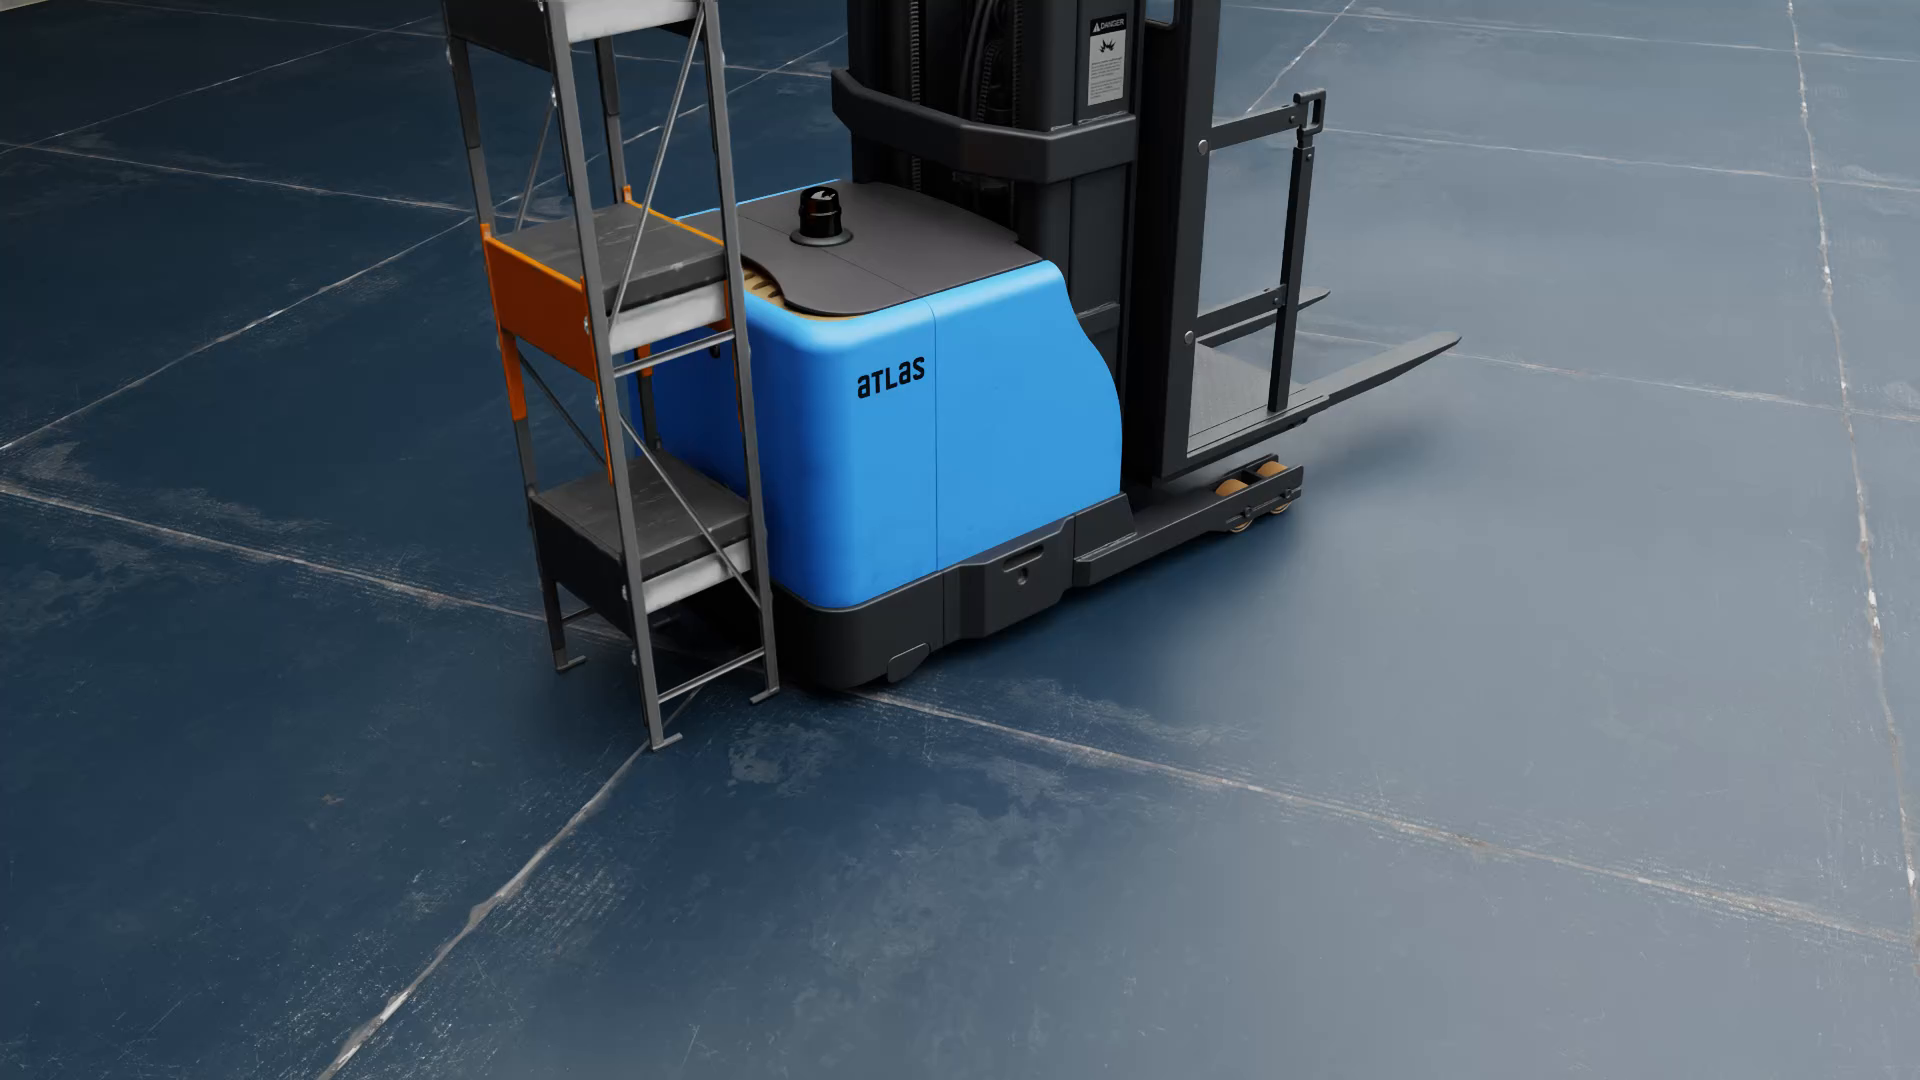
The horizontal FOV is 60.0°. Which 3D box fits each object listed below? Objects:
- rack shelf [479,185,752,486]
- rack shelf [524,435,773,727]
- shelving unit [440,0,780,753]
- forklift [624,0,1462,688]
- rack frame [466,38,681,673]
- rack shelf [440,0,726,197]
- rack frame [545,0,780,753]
[{"bbox_3d":[-0.823,-0.508,4.031,0.431,0.518,0.480,-25,38,-34],"label":"rack shelf"},{"bbox_3d":[-0.810,0.096,4.385,0.431,0.518,0.480,-25,38,-34],"label":"rack shelf"},{"bbox_3d":[-0.824,-0.520,4.024,0.431,2.100,0.503,-25,38,-34],"label":"shelving unit"},{"bbox_3d":[0.481,-1.477,4.884,3.031,2.935,1.130,-23,37,-34],"label":"forklift"},{"bbox_3d":[-0.984,-0.610,4.184,0.400,2.100,0.015,-25,38,-34],"label":"rack frame"},{"bbox_3d":[-0.837,-1.112,3.677,0.431,0.518,0.480,-25,38,-34],"label":"rack shelf"},{"bbox_3d":[-0.663,-0.429,3.864,0.400,2.100,0.015,-25,38,-34],"label":"rack frame"}]
